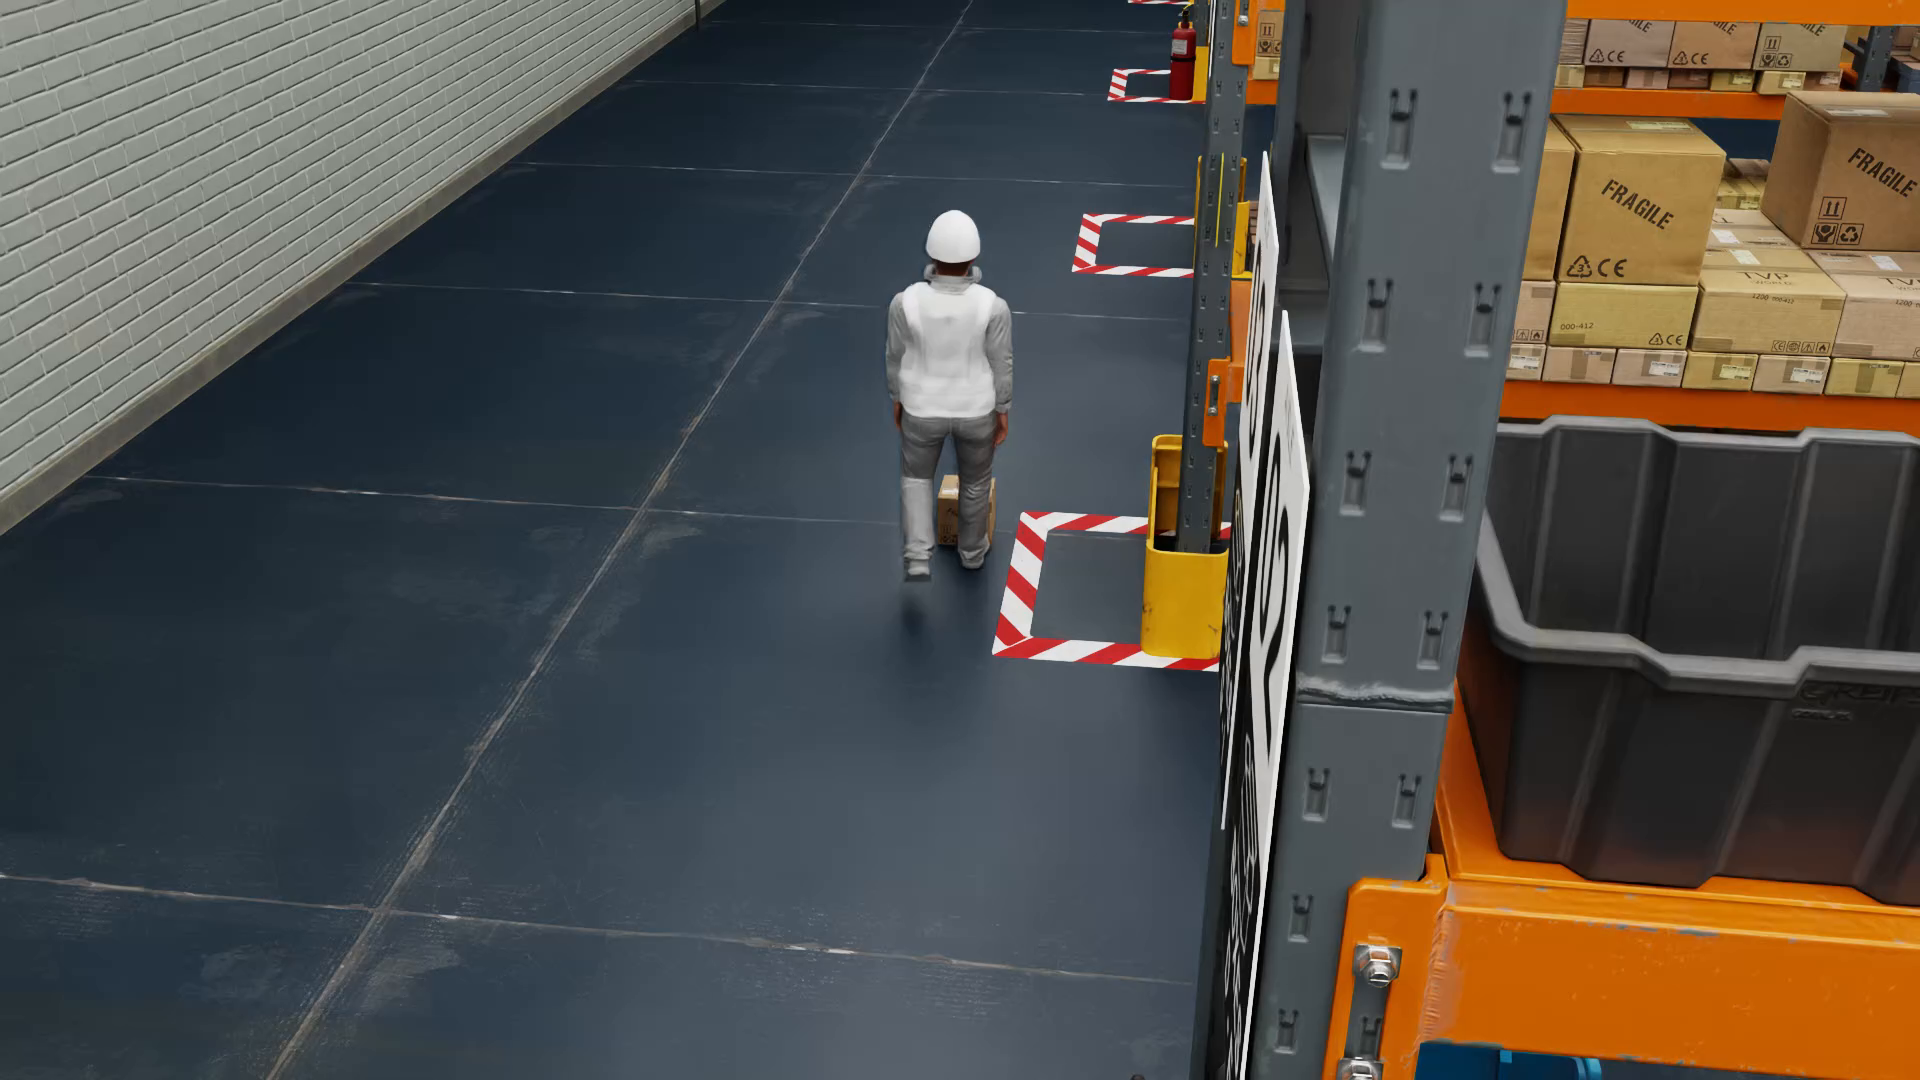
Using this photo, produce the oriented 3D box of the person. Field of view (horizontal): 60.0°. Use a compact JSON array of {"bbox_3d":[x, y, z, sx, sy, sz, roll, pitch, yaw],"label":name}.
[{"bbox_3d":[-0.042,-0.599,7.206,0.546,1.755,0.758,1,28,2],"label":"person"}]
